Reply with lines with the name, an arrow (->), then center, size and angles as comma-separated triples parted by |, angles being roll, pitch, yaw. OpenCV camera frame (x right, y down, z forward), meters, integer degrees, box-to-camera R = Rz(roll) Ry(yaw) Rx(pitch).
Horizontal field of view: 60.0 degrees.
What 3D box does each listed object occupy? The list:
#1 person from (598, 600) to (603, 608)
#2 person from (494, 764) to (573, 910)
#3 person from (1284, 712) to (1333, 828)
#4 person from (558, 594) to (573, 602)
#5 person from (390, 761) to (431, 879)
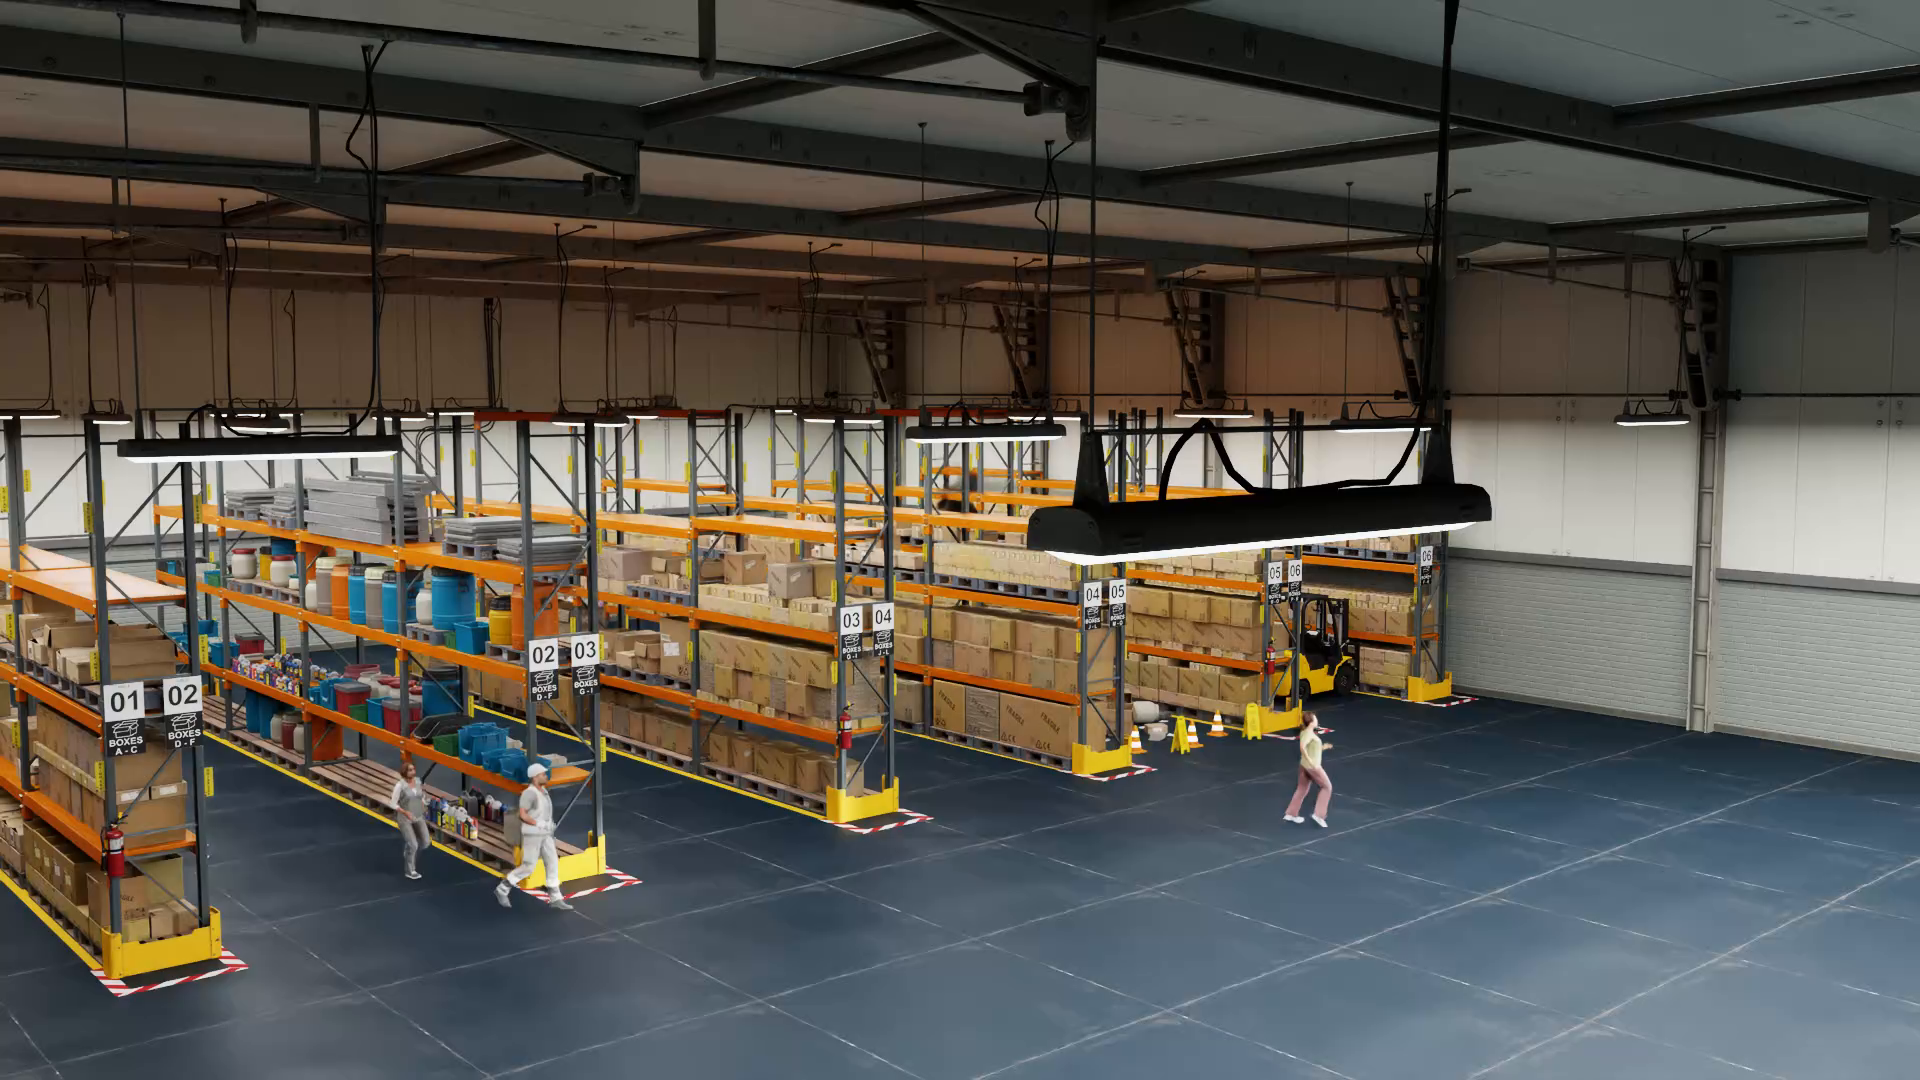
person -> -8.855, 1.967, 40.976 | 0.574, 1.549, 0.503 | 3, 6, 30
person -> -5.167, 3.636, 20.482 | 0.948, 1.755, 0.717 | 1, 5, 11
person -> 5.104, 3.364, 24.306 | 0.723, 1.721, 0.543 | -1, 5, -13
person -> -9.667, 1.979, 40.291 | 0.674, 1.736, 0.790 | -5, 7, -45
person -> -7.154, 3.651, 21.671 | 0.530, 1.554, 0.512 | 4, 6, 39
